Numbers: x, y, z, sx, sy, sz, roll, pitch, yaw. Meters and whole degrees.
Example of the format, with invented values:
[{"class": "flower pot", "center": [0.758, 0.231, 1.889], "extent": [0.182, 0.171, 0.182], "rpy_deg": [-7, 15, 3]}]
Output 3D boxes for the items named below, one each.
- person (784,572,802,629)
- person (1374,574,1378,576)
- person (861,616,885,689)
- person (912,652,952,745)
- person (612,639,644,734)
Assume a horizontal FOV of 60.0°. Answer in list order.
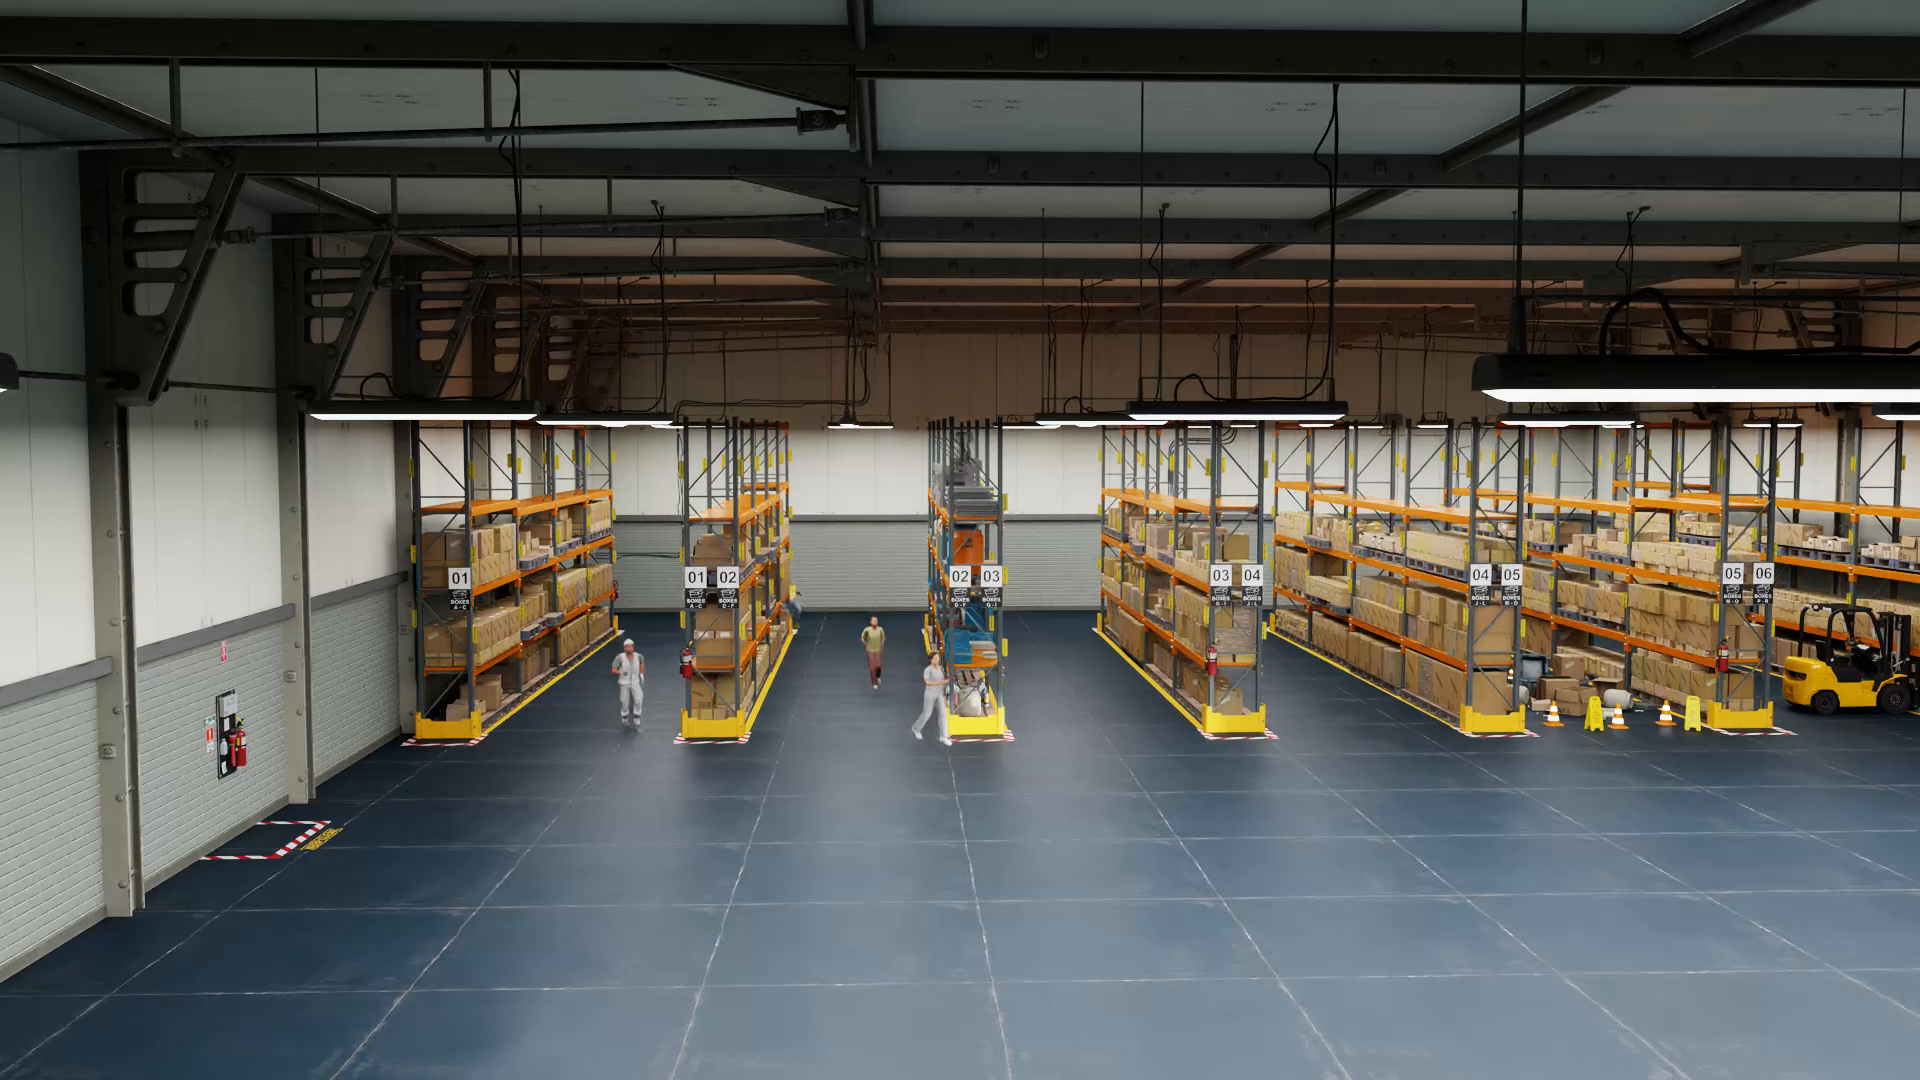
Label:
[{"class": "person", "center": [-4.901, 1.736, 48.174], "extent": [0.643, 1.772, 0.753], "rpy_deg": [1, 4, 9]}, {"class": "person", "center": [11.508, 1.825, 46.002], "extent": [0.671, 1.783, 0.884], "rpy_deg": [-1, 4, -13]}, {"class": "person", "center": [-1.924, 2.507, 36.993], "extent": [0.567, 1.620, 0.563], "rpy_deg": [-1, 4, -11]}, {"class": "person", "center": [-0.508, 2.872, 30.441], "extent": [0.948, 1.678, 0.552], "rpy_deg": [4, 5, 44]}, {"class": "person", "center": [-6.306, 2.774, 31.696], "extent": [0.671, 1.804, 0.811], "rpy_deg": [-2, 4, -23]}]
